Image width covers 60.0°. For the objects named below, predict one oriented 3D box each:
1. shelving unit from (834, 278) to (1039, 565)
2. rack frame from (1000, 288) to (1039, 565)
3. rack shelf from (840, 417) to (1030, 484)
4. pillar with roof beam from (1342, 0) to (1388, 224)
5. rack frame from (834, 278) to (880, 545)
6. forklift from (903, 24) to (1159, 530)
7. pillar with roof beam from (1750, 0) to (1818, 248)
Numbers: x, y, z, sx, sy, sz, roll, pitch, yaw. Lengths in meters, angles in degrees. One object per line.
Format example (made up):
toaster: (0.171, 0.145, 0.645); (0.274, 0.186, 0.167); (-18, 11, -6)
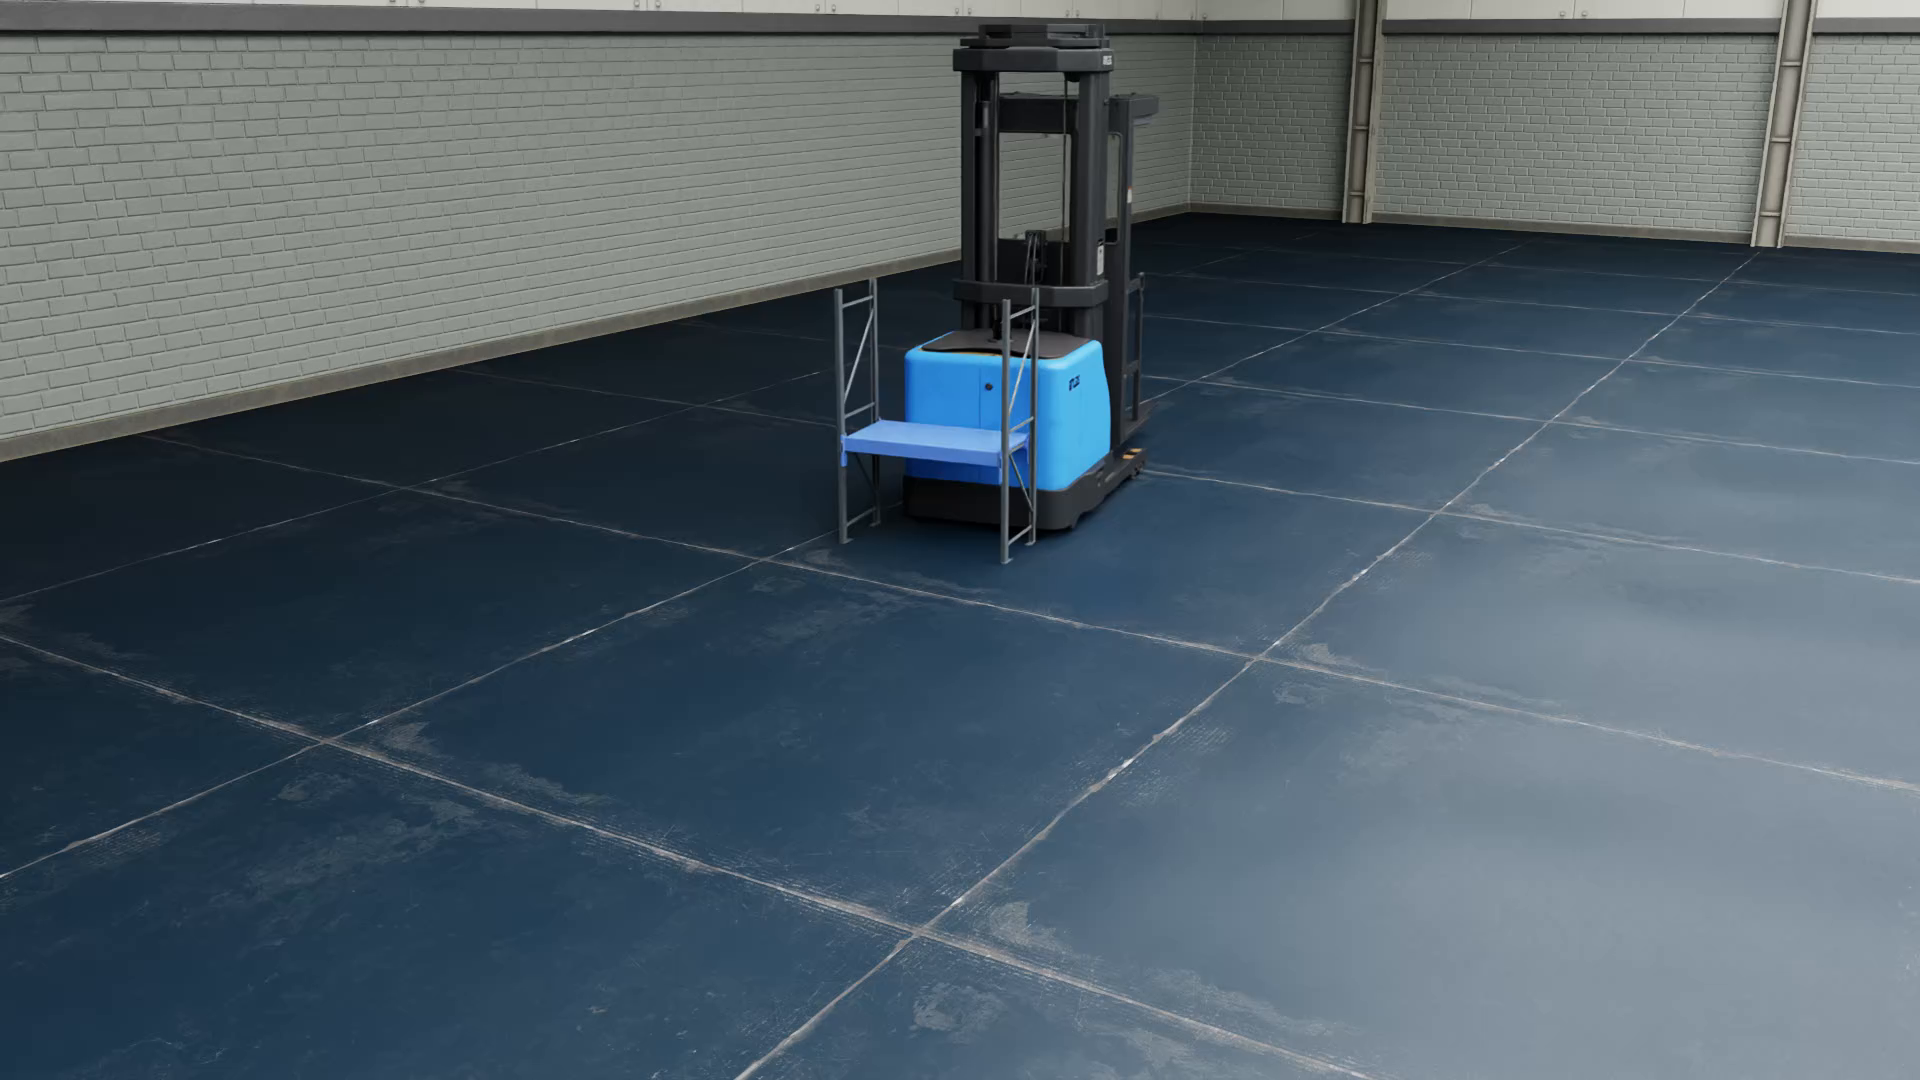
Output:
shelving unit: (-0.131, -0.700, 9.604); (1.048, 1.500, 0.538); (7, 18, 22)
rack frame: (0.338, -0.643, 9.417); (0.032, 1.500, 0.500); (7, 18, 22)
rack shelf: (-0.131, -0.528, 9.657); (1.000, 0.185, 0.538); (7, 18, 22)
pillar with roof beam: (4.106, -8.333, 21.830); (0.400, 9.000, 9.100); (10, 20, 30)
rack frame: (-0.600, -0.757, 9.792); (0.032, 1.500, 0.500); (7, 18, 22)
forklift: (0.642, -1.849, 10.925); (1.130, 2.935, 3.031); (6, 18, 20)
pillar with roof beam: (9.218, -7.420, 18.826); (0.400, 9.000, 9.100); (10, 20, 30)
